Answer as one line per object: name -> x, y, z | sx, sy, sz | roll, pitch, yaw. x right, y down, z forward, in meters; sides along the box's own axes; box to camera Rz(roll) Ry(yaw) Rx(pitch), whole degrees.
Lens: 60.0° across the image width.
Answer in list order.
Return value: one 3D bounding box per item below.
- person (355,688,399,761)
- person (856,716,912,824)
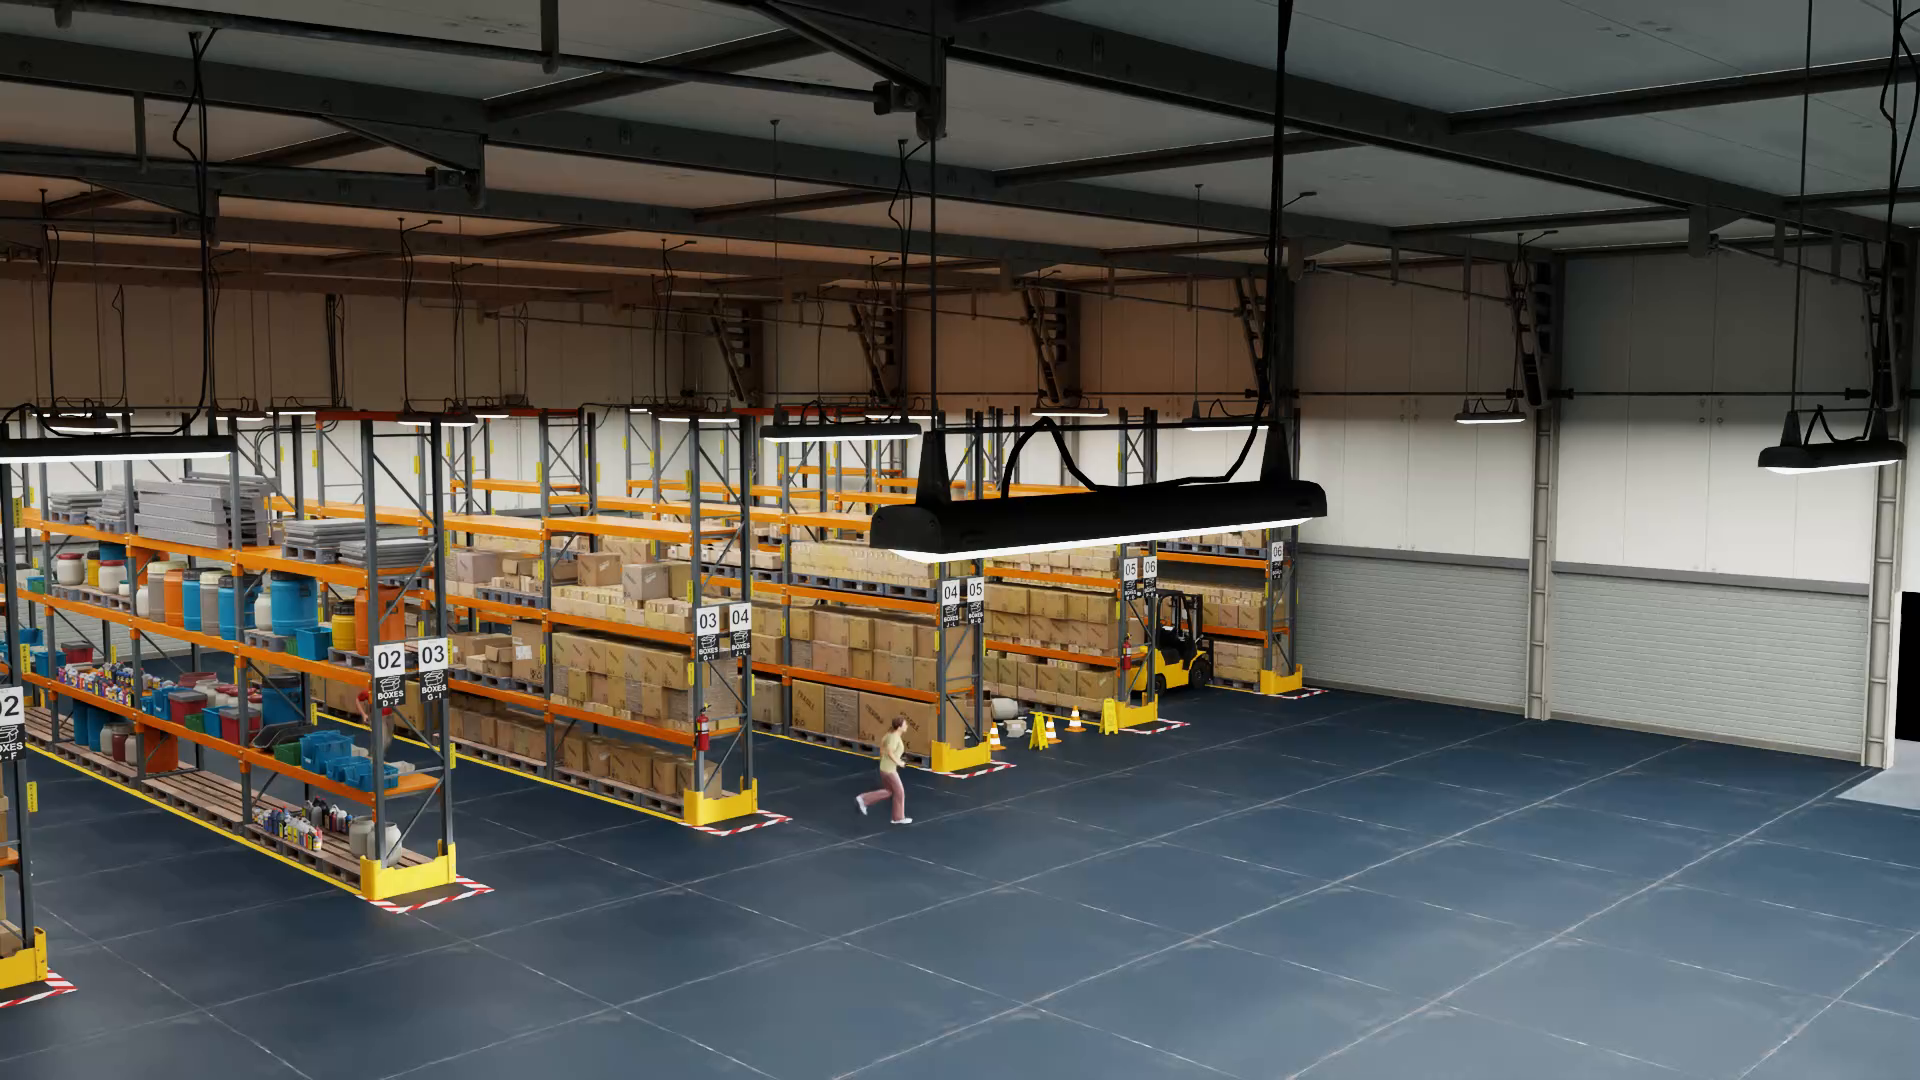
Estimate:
person -> -9.566, 3.049, 27.534 | 0.734, 1.763, 0.658 | 3, 6, 34
person -> -1.109, 3.379, 24.266 | 0.815, 1.619, 0.568 | 0, 5, -2
